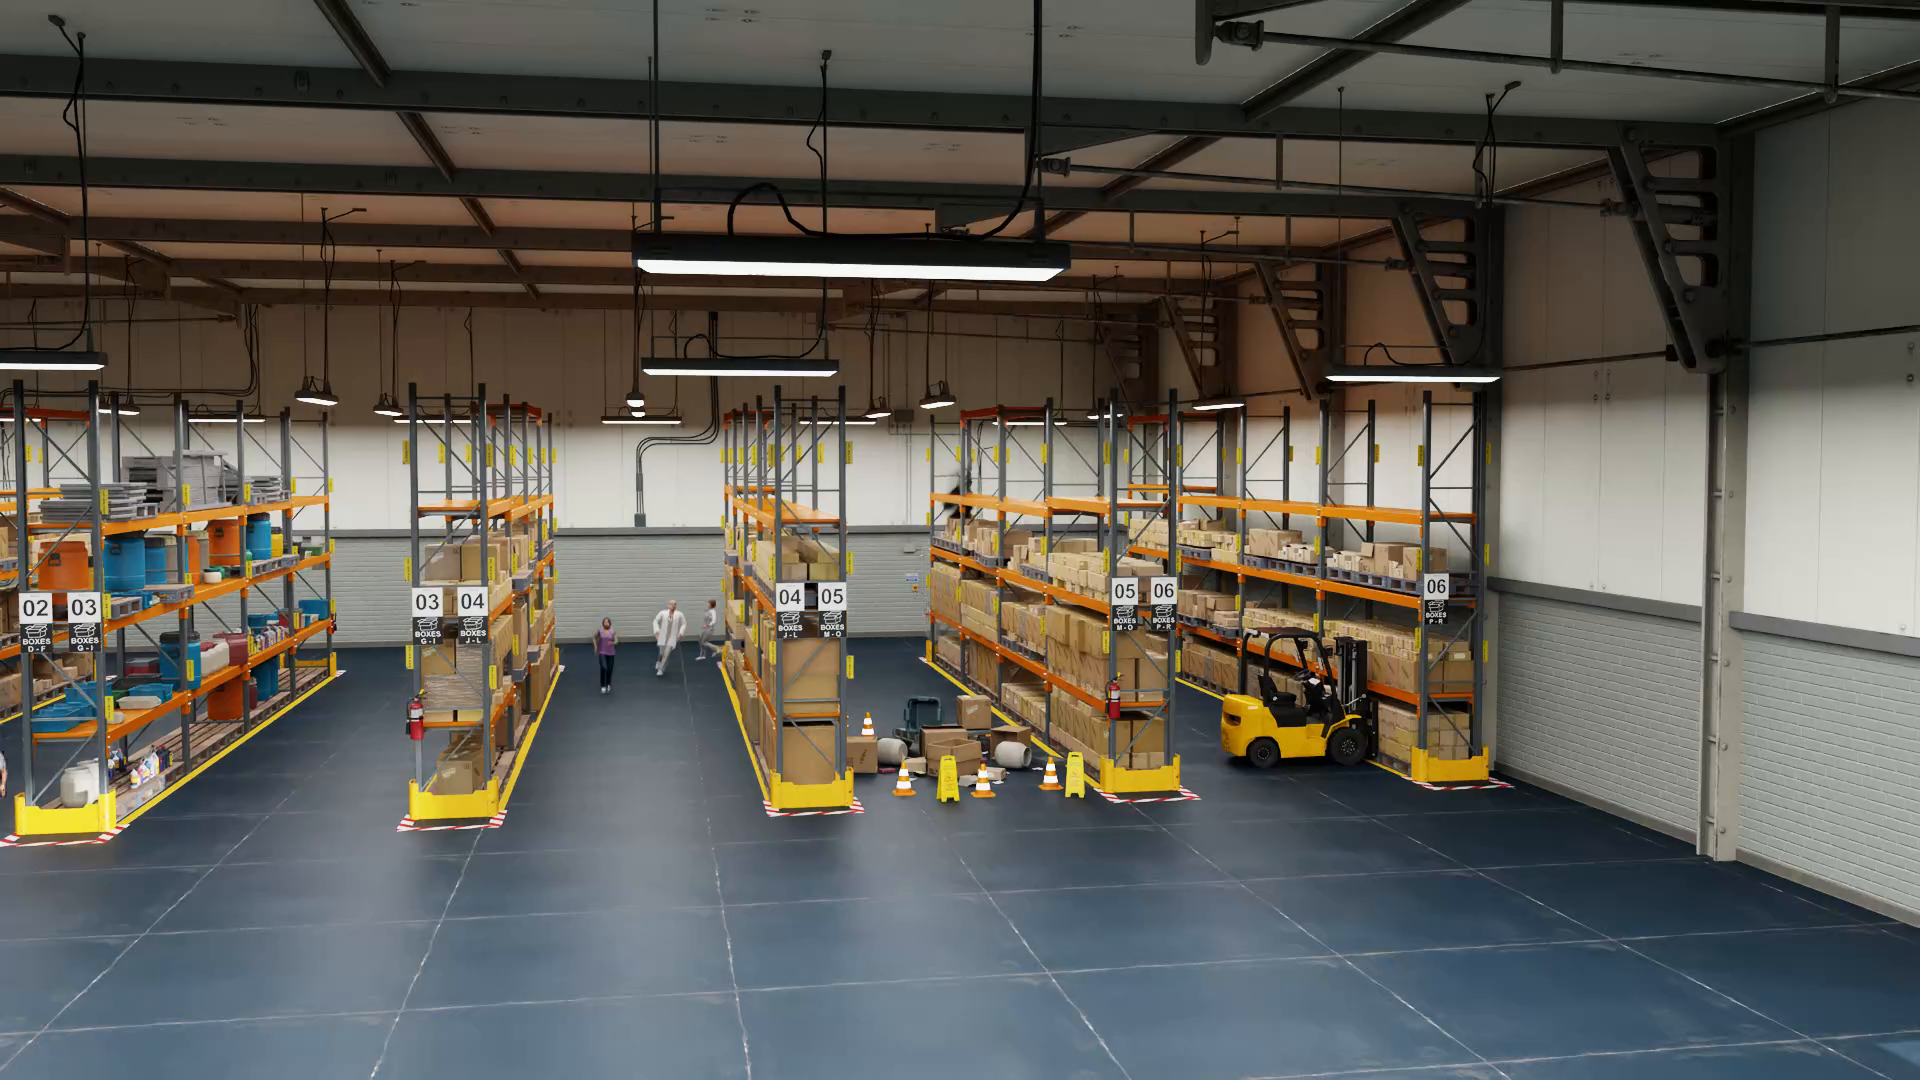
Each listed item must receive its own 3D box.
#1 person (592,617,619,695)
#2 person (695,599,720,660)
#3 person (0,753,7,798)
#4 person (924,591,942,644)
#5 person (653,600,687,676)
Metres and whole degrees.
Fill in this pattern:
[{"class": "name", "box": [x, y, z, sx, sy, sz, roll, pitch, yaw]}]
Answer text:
[{"class": "person", "box": [-7.432, 2.433, 34.925, 0.503, 1.627, 0.691, -1, 3, -20]}, {"class": "person", "box": [-6.153, 2.203, 40.598, 0.609, 1.530, 0.634, -1, 3, -13]}, {"class": "person", "box": [-12.157, 3.150, 20.708, 0.491, 1.593, 0.596, 2, 3, 30]}, {"class": "person", "box": [-0.638, 2.055, 41.797, 0.657, 1.769, 0.801, 1, 3, 13]}, {"class": "person", "box": [-6.627, 2.223, 38.006, 0.754, 1.701, 0.689, 0, 3, -9]}]
